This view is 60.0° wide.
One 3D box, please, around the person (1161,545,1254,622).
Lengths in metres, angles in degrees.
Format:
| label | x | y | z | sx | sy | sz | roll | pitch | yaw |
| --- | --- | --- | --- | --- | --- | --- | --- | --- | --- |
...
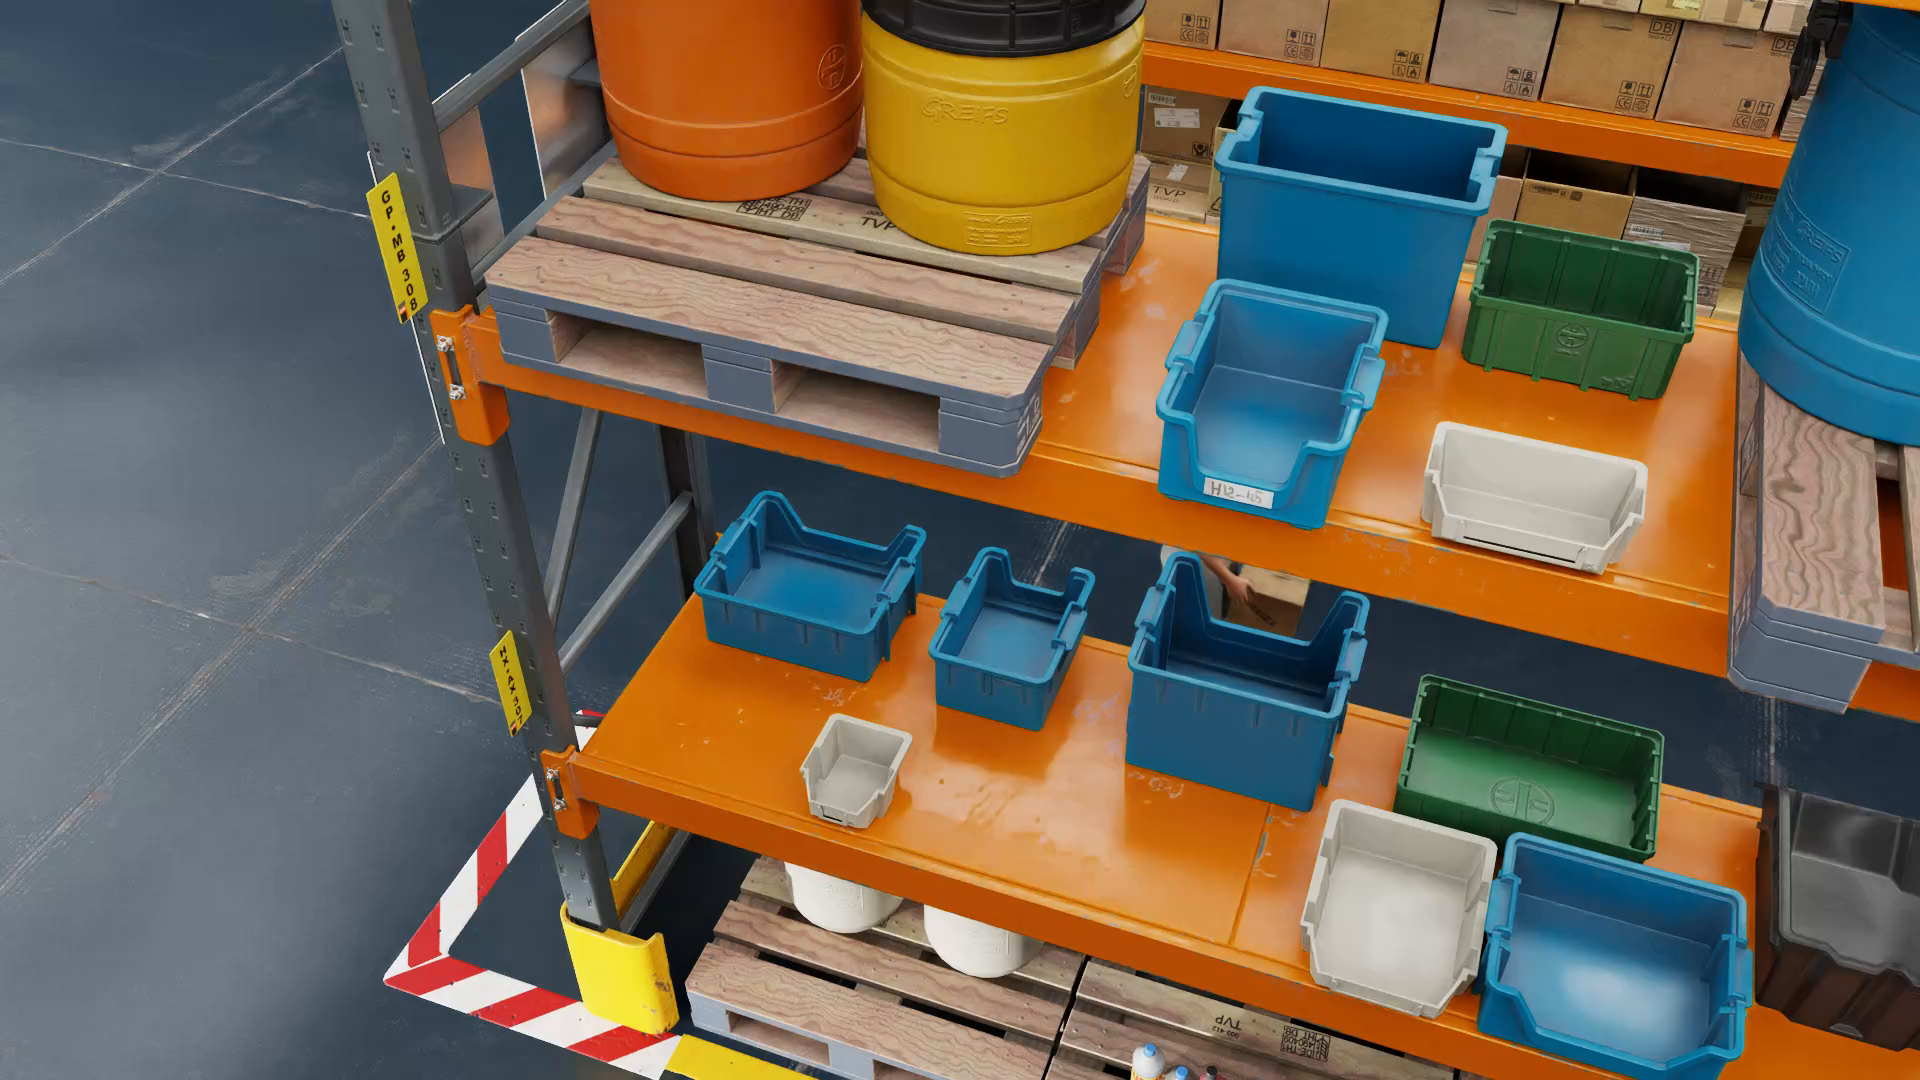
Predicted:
| label | x | y | z | sx | sy | sz | roll | pitch | yaw |
| --- | --- | --- | --- | --- | --- | --- | --- | --- | --- |
| person | 0.936 | 0.063 | 6.086 | 0.420 | 1.676 | 0.467 | 13 | 43 | 14 |
